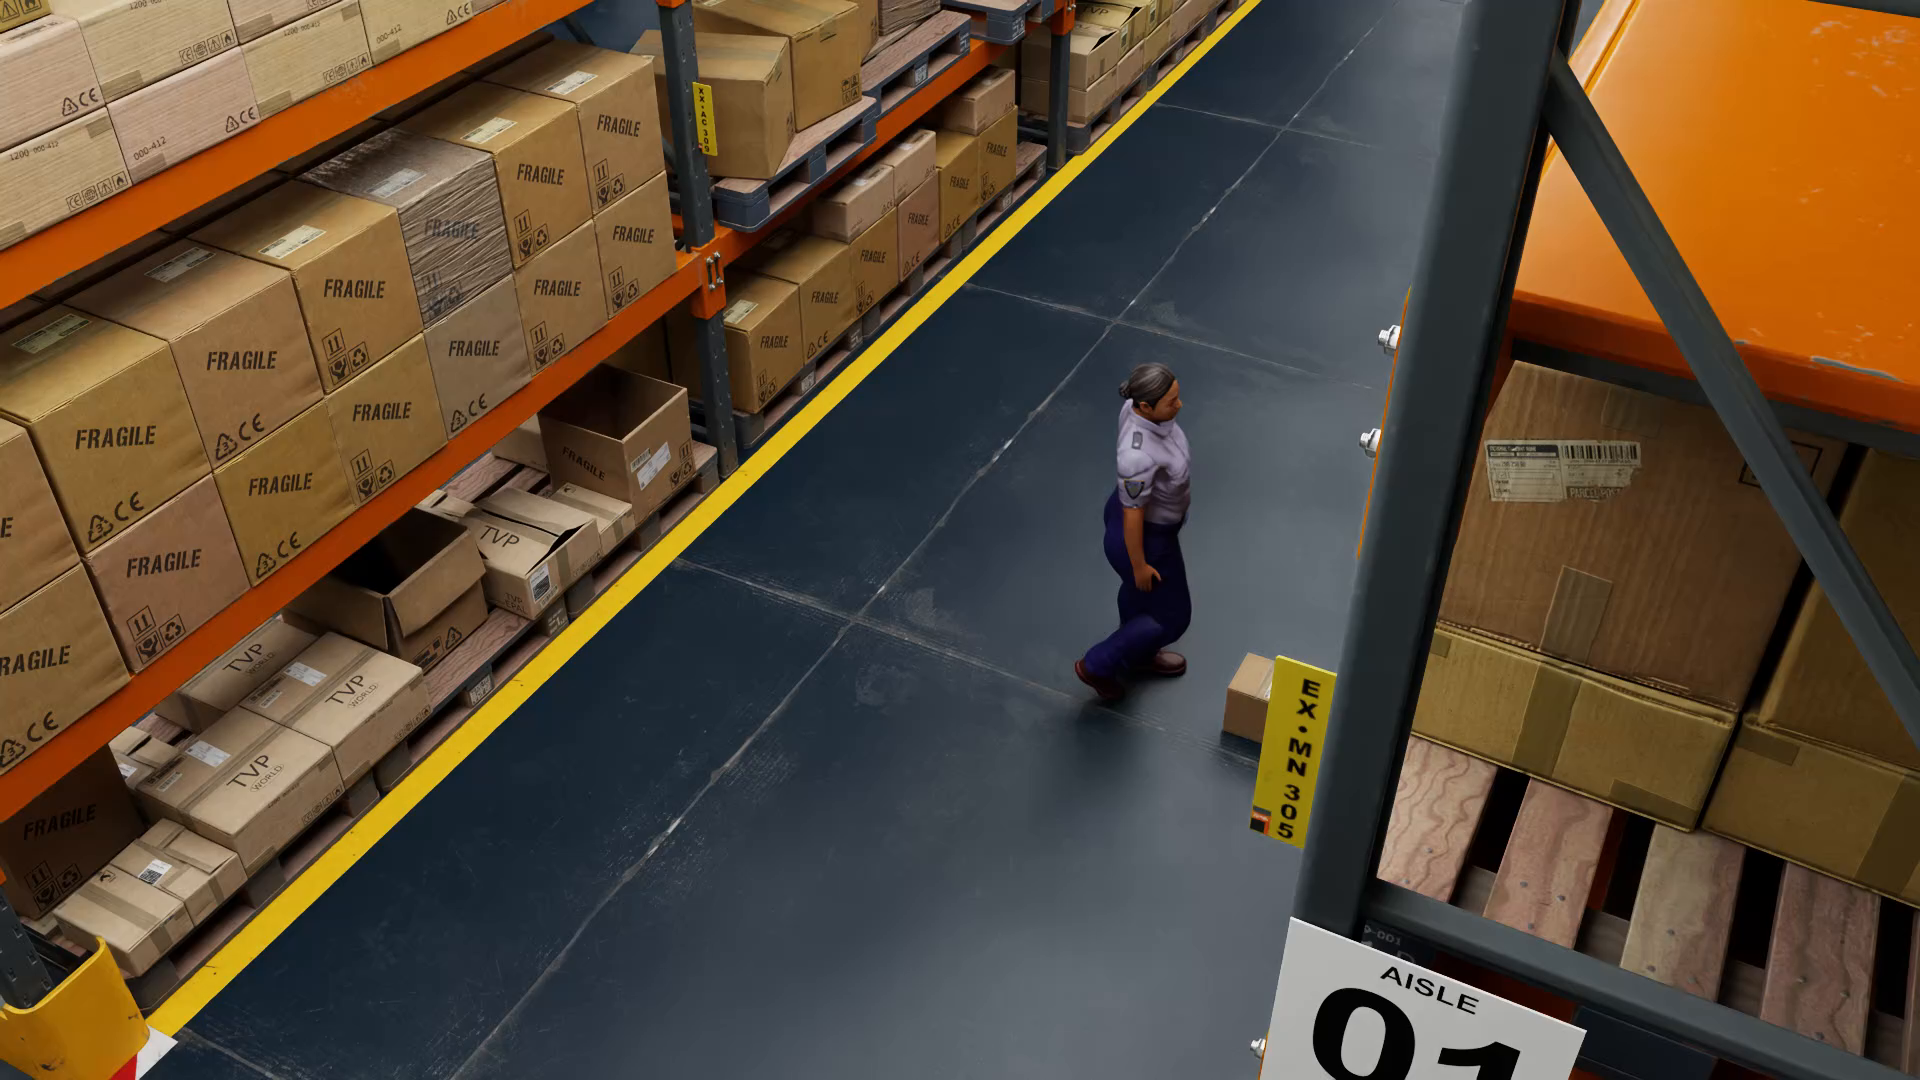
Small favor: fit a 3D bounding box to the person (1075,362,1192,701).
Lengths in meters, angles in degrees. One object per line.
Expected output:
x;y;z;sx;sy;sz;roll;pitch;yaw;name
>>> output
0.747;-0.035;6.787;0.497;1.641;0.504;3;38;3;person
